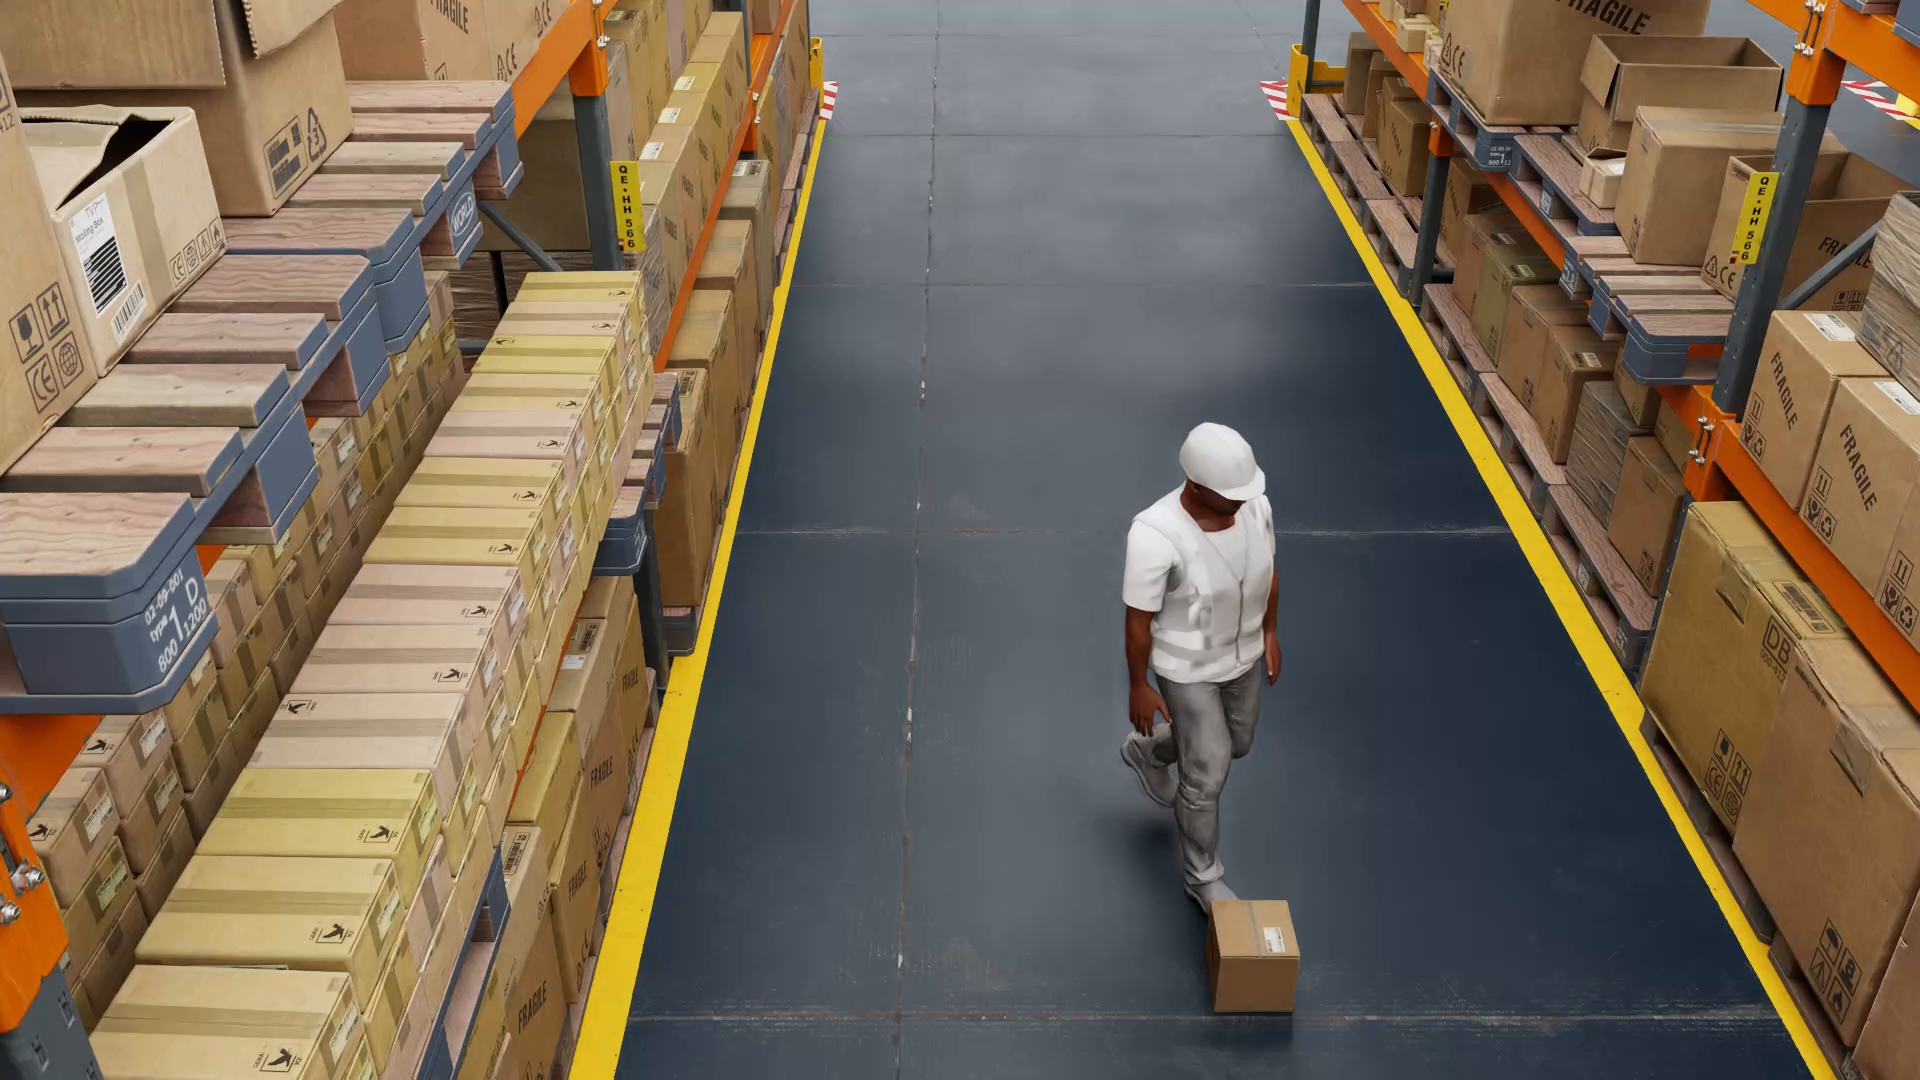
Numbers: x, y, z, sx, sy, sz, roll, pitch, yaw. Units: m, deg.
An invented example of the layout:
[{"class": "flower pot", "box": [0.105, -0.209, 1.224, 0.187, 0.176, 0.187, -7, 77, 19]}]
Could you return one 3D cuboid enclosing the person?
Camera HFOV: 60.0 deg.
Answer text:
[{"class": "person", "box": [0.800, 0.381, 5.474, 0.591, 1.753, 0.809, -23, 38, -32]}]
